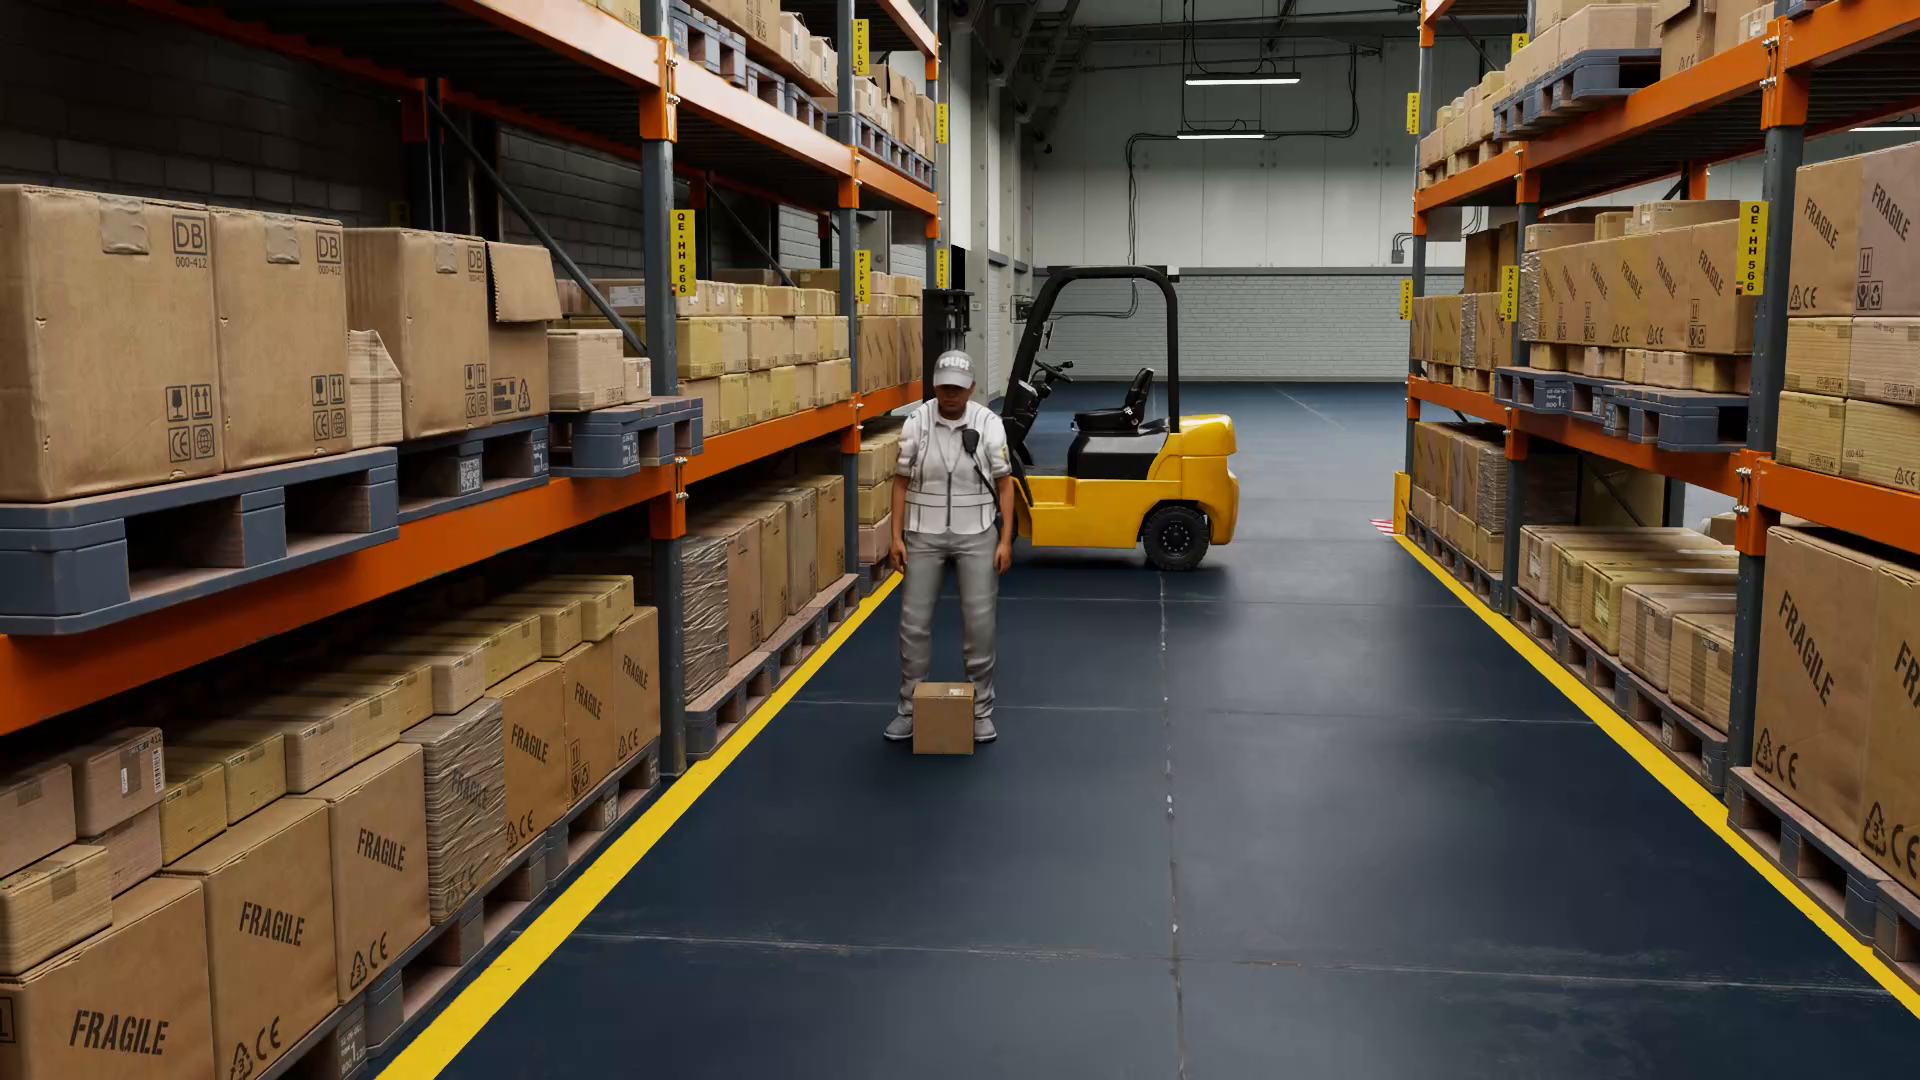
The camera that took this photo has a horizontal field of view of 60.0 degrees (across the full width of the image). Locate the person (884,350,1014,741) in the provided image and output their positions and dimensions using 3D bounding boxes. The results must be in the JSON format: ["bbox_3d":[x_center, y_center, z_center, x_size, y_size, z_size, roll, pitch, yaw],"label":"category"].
[{"bbox_3d":[-0.047,0.021,7.121,0.550,1.666,0.473,1,8,5],"label":"person"}]
